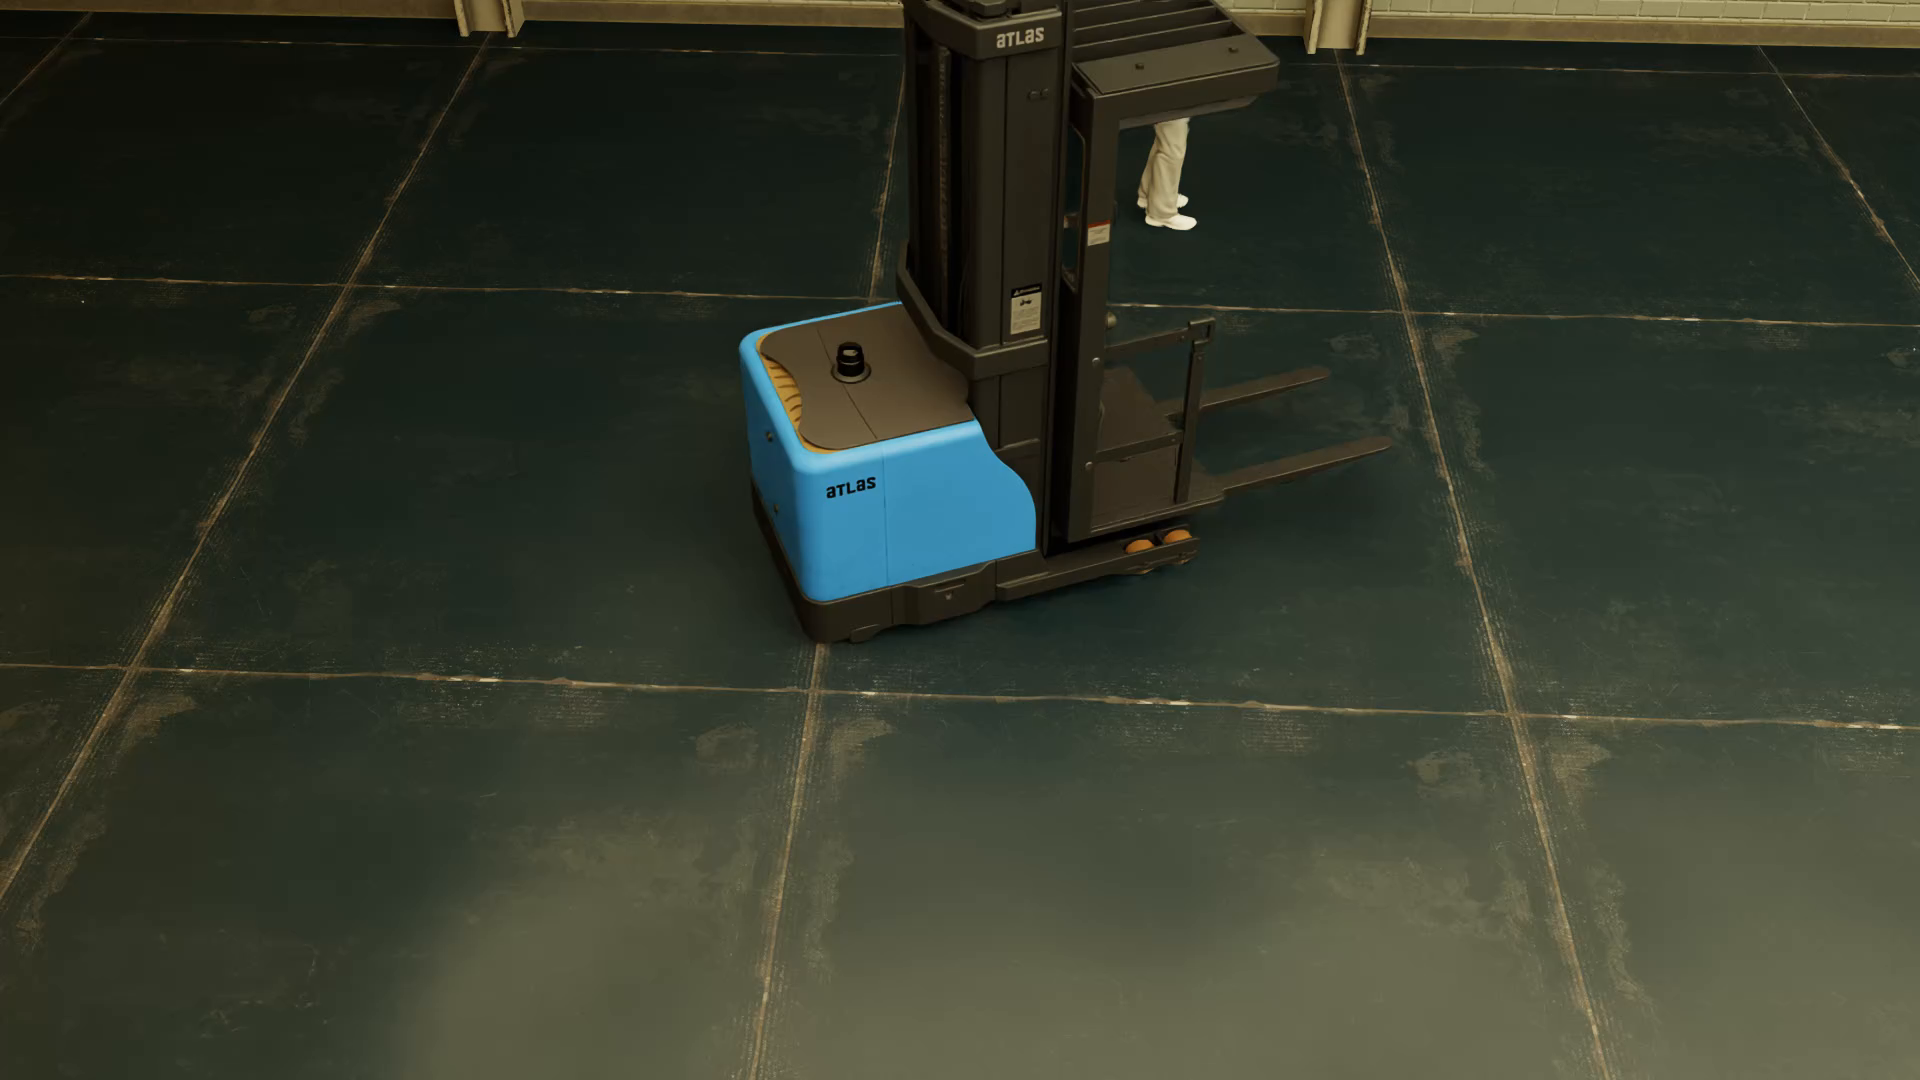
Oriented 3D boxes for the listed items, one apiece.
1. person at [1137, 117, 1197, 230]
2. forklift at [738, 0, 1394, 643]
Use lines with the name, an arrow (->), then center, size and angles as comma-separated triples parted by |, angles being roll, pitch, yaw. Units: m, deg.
person -> 1.243, -2.600, 9.525 | 0.410, 1.671, 0.559 | 9, 43, 9
forklift -> 0.583, -1.242, 7.103 | 3.031, 2.935, 1.130 | -14, 44, -15
